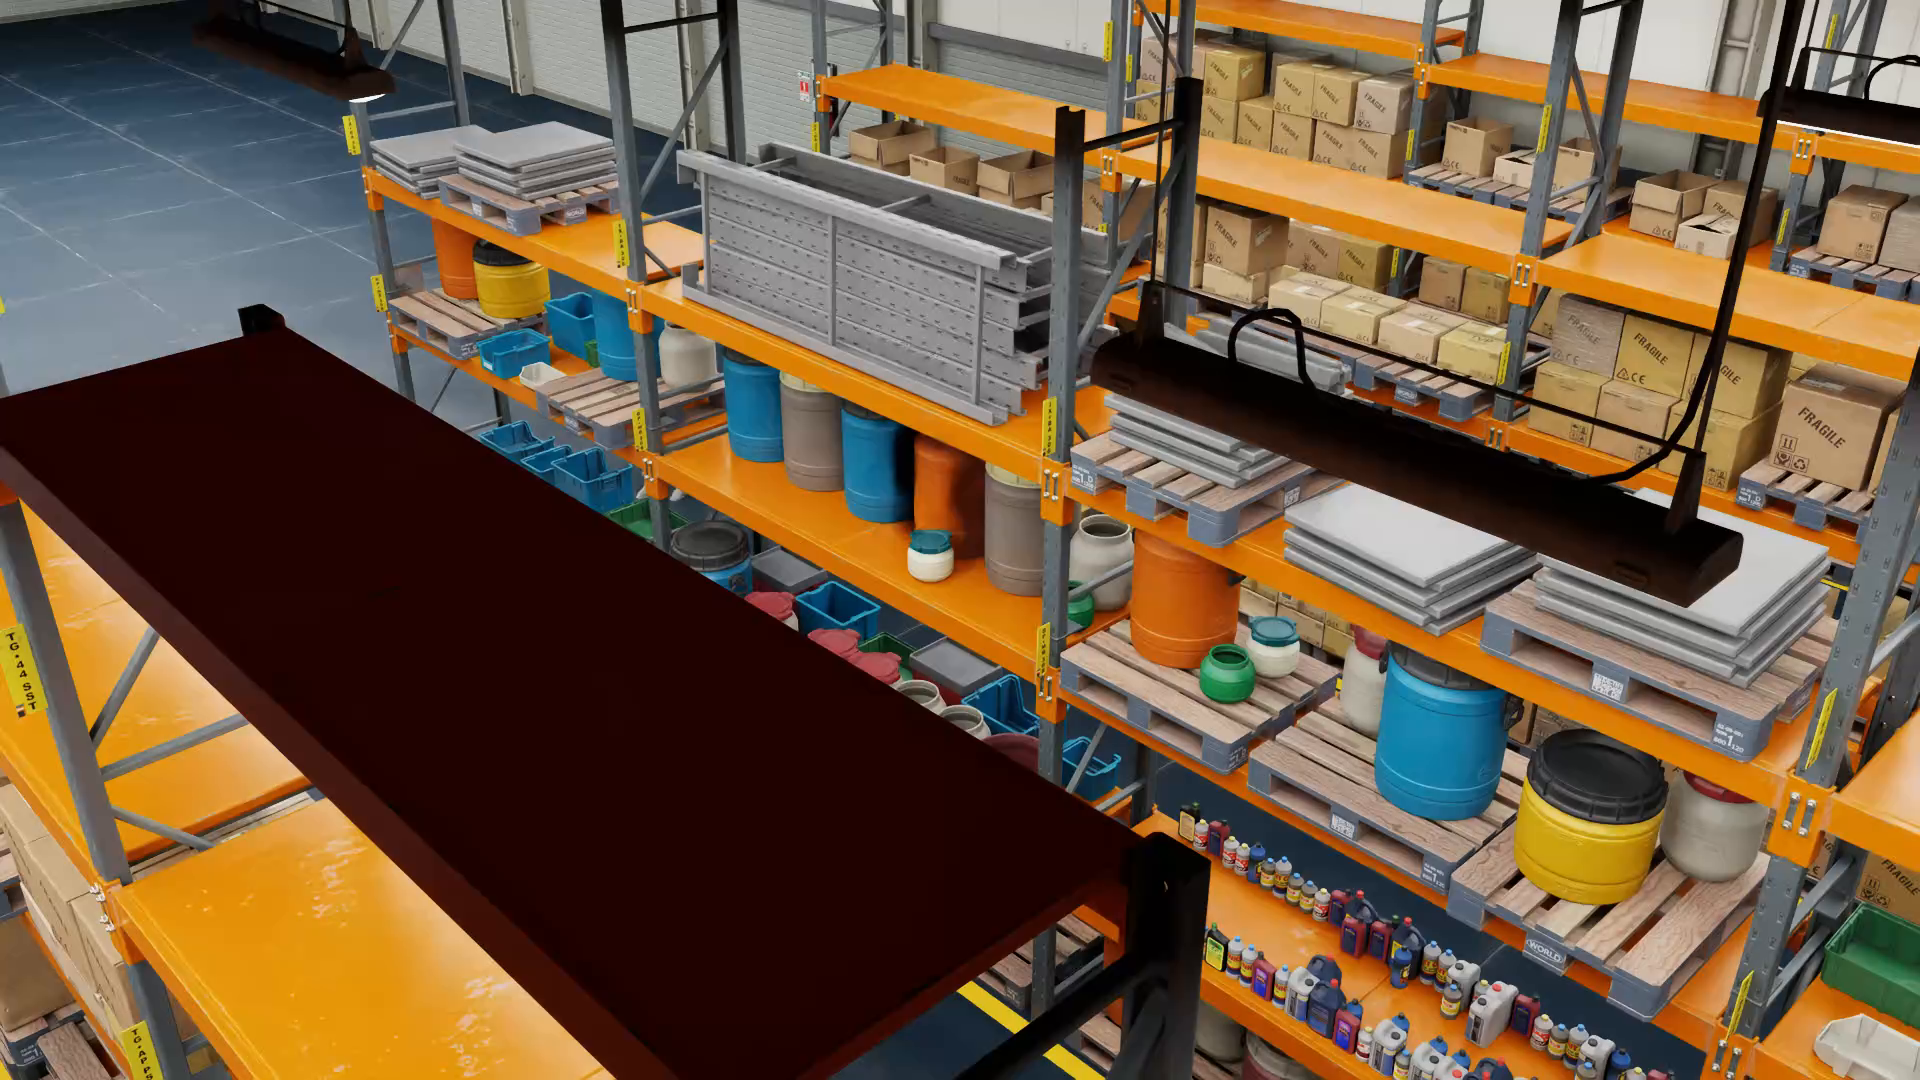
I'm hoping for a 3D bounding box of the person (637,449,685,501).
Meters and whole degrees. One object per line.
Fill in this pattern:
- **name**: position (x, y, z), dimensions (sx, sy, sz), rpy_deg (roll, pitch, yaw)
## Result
- **person**: position (-3.249, -1.244, 17.403), dimensions (0.618, 1.763, 0.428), rpy_deg (9, 30, 16)
